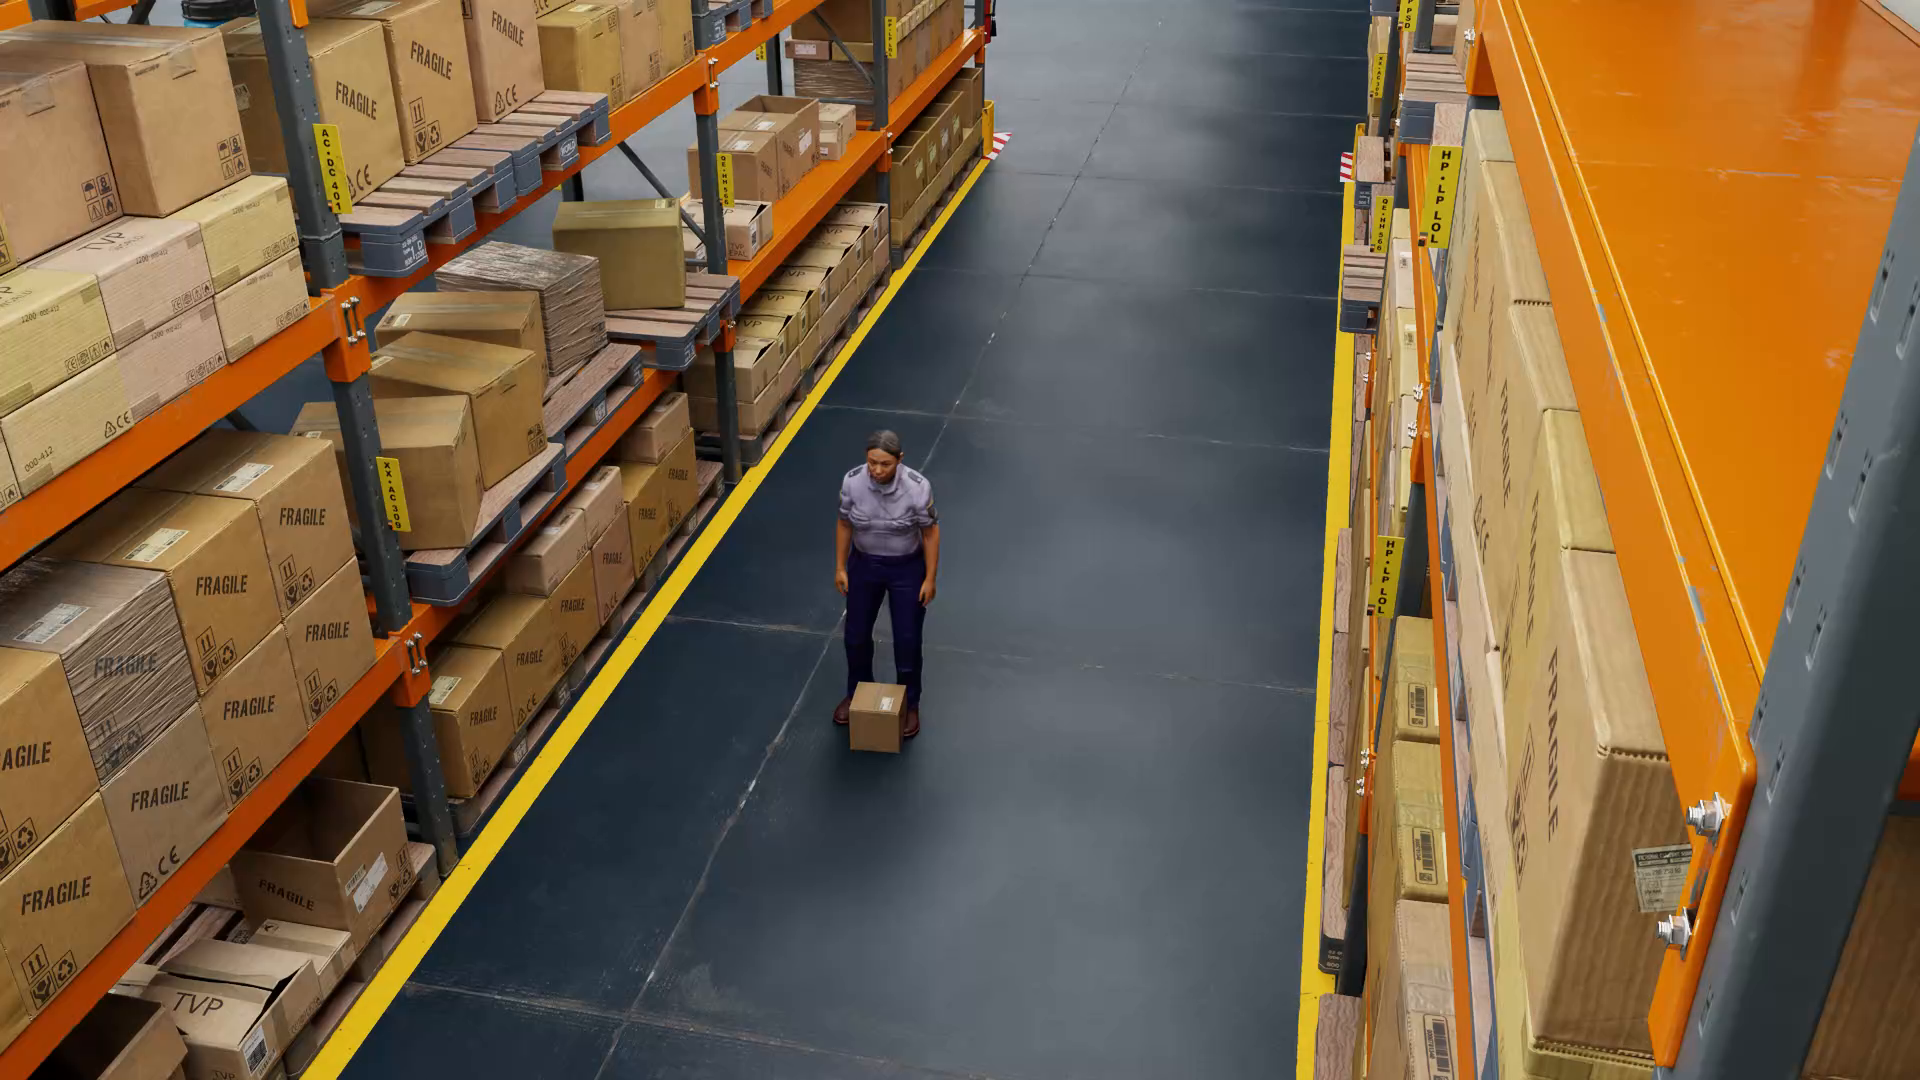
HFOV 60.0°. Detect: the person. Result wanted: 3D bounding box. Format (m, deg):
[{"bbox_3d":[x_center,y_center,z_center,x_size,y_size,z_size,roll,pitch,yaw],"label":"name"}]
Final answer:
[{"bbox_3d":[-0.375,0.185,8.285,0.540,1.652,0.413,6,30,11],"label":"person"}]
